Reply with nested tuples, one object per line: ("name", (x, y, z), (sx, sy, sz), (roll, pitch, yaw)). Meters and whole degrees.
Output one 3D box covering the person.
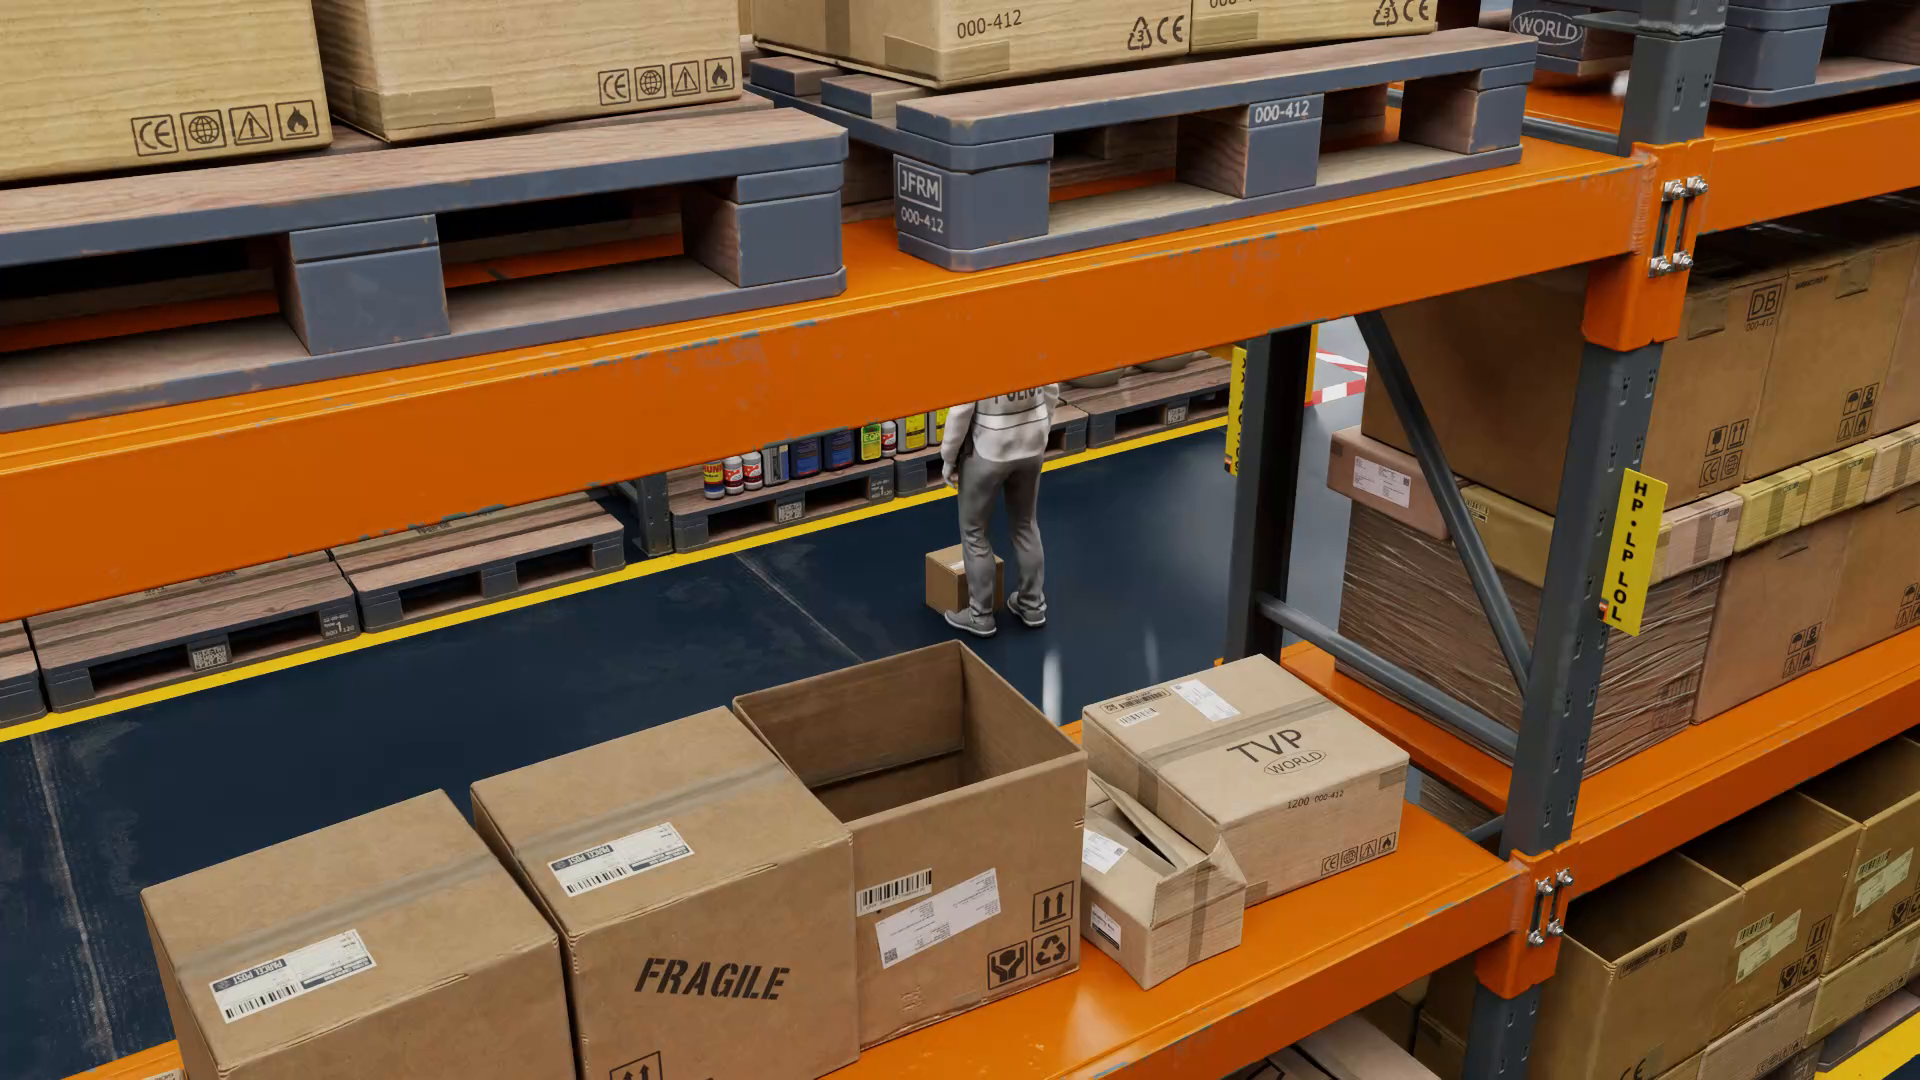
("person", (0.151, -0.374, 6.895), (0.529, 1.664, 0.403), (-15, 29, -29))
